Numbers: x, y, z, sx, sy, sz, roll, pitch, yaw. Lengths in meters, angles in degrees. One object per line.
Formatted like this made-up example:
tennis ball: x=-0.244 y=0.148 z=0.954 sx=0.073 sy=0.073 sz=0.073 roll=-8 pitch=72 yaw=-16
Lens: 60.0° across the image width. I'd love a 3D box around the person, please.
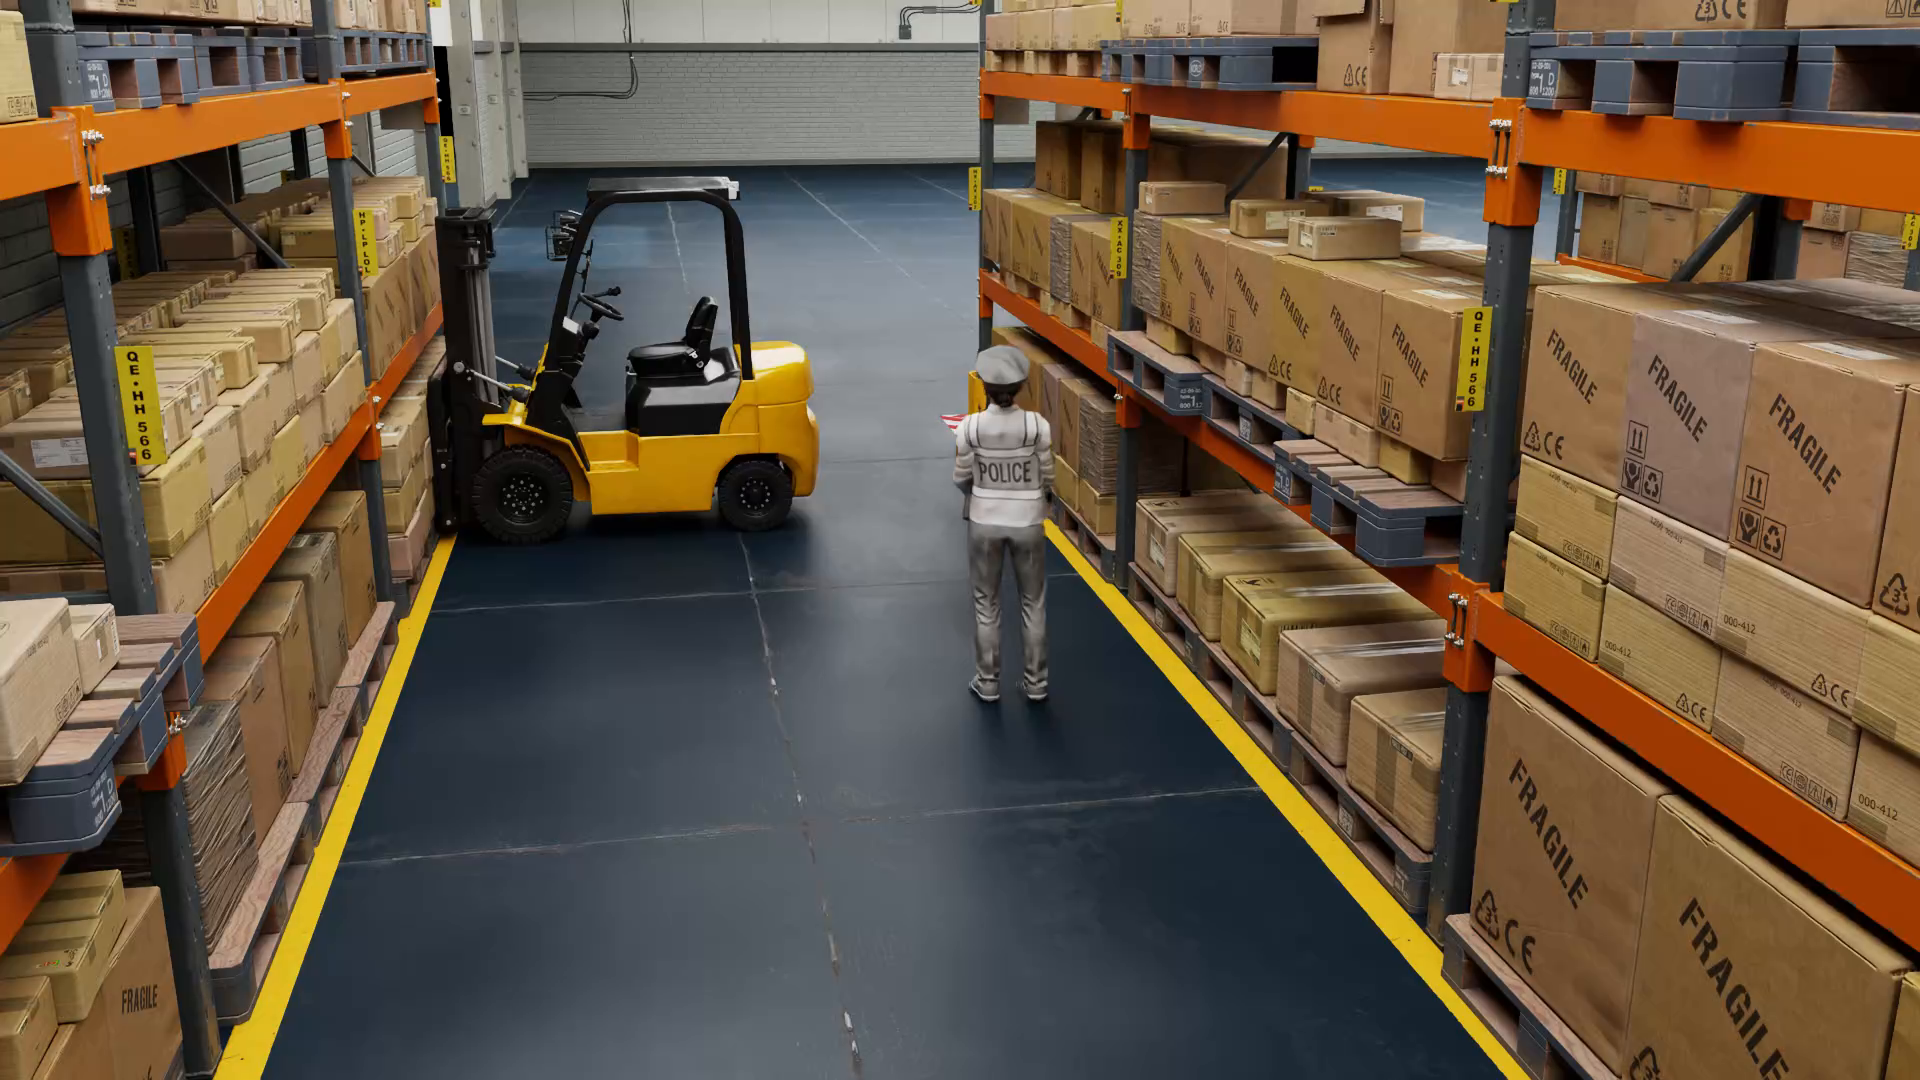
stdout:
person: x=0.209 y=-0.078 z=7.735 sx=0.469 sy=1.698 sz=0.549 roll=1 pitch=17 yaw=3
